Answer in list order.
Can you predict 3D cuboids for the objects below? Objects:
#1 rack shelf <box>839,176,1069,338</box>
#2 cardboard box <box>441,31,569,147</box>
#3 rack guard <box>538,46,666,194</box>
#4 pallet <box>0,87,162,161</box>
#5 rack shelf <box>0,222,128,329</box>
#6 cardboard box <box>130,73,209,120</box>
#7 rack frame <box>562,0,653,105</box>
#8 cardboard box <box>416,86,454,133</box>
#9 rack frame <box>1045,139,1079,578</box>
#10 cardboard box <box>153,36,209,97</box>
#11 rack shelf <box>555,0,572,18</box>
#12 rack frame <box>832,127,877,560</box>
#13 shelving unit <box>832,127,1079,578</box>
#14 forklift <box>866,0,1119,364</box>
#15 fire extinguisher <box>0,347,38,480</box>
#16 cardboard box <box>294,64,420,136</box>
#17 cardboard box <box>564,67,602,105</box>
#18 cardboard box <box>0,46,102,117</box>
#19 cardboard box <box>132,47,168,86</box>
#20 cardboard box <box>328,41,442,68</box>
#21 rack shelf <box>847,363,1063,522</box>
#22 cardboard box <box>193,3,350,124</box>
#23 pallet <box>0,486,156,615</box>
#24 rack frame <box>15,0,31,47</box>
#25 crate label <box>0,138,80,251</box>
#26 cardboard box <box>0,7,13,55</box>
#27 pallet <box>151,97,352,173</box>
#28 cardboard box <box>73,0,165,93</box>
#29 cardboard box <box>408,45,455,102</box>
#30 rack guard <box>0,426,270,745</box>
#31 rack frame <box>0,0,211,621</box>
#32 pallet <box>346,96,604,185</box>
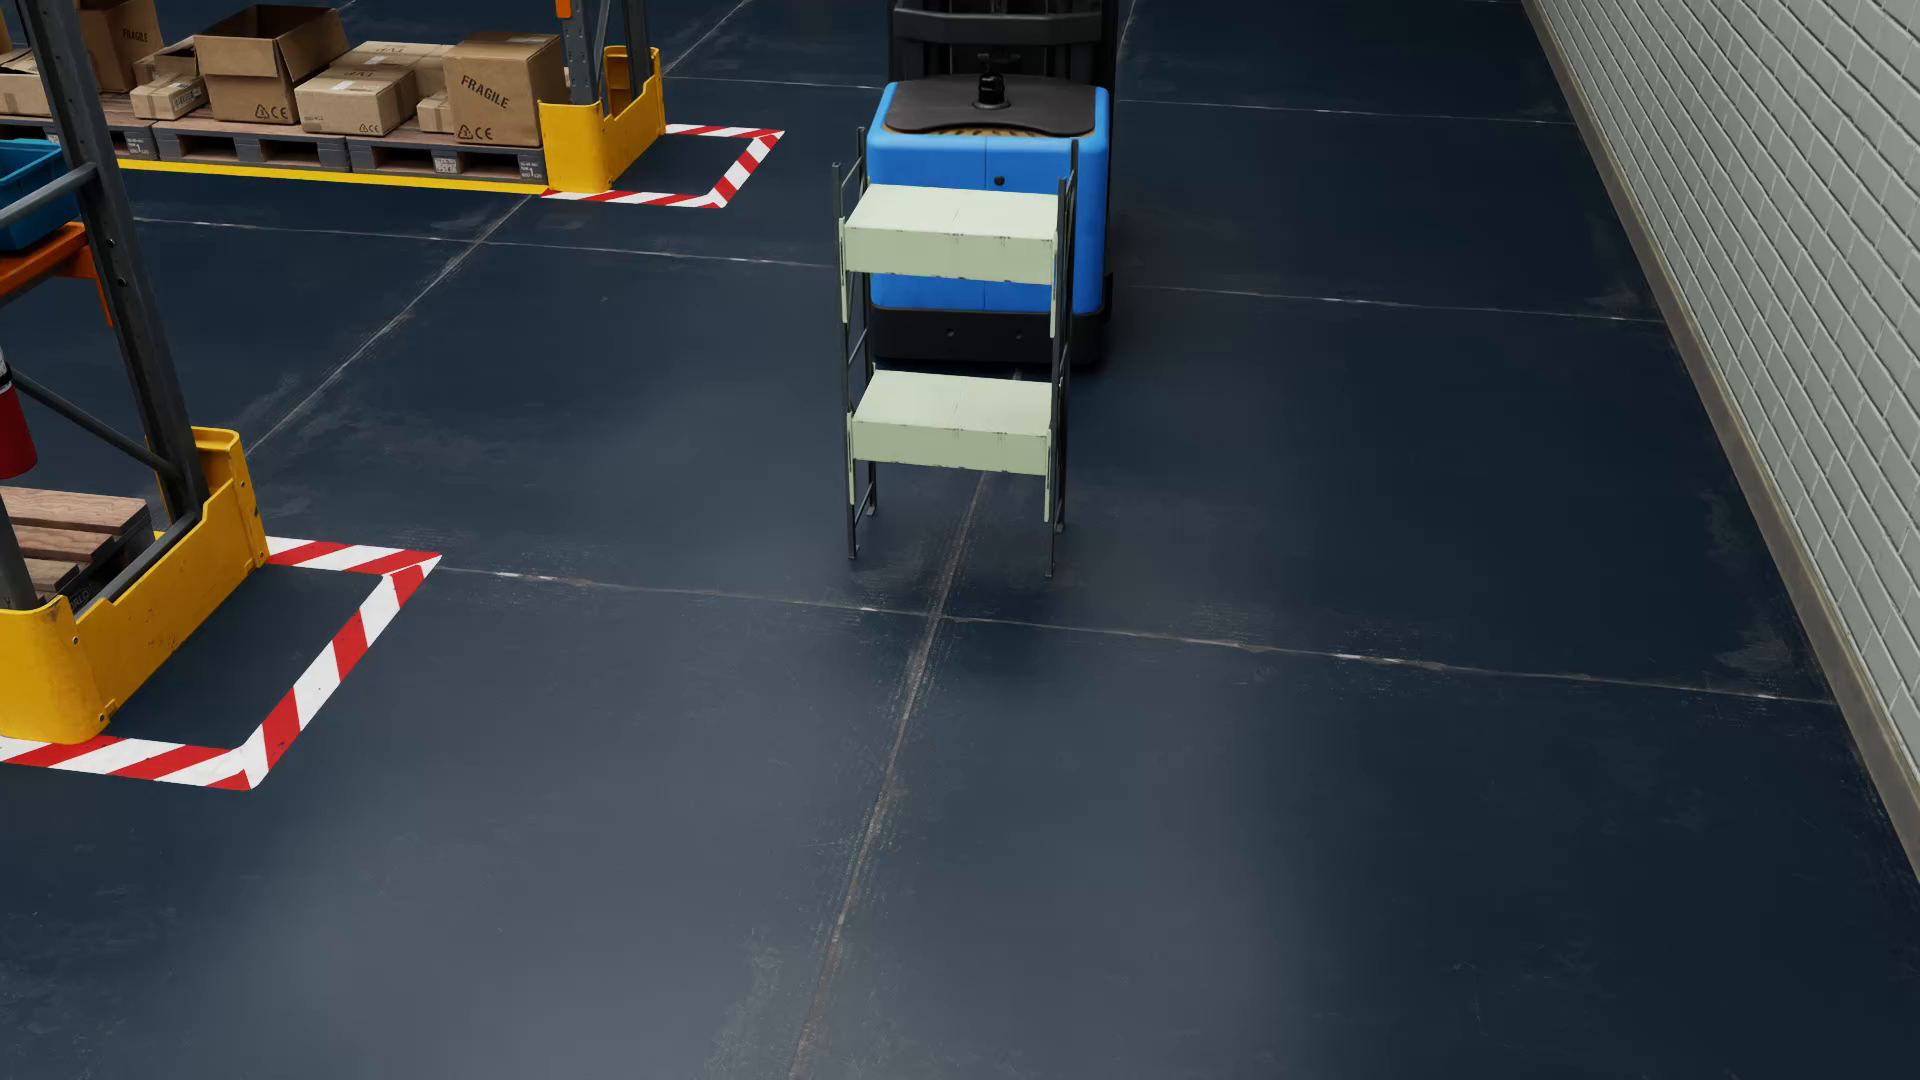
[{"bbox_3d":[-0.007,-0.967,5.646,0.720,0.370,0.431,5,32,8],"label":"rack shelf"},{"bbox_3d":[-2.577,-2.576,9.480,0.500,0.500,0.500,5,32,8],"label":"cardboard box"},{"bbox_3d":[-2.075,-2.477,9.736,0.348,0.500,1.175,5,32,8],"label":"rack guard"},{"bbox_3d":[-5.266,-2.643,10.273,1.213,0.211,1.003,5,32,8],"label":"pallet"},{"bbox_3d":[-4.808,-0.813,5.400,4.000,0.370,1.077,5,32,8],"label":"rack shelf"},{"bbox_3d":[-4.711,-2.650,9.912,0.250,0.166,0.380,5,32,8],"label":"cardboard box"},{"bbox_3d":[-2.000,-3.530,9.062,0.127,3.000,1.000,5,32,8],"label":"rack frame"},{"bbox_3d":[-2.961,-2.518,9.702,0.250,0.166,0.380,5,32,8],"label":"cardboard box"},{"bbox_3d":[0.354,-0.604,5.801,0.023,1.500,0.400,5,32,8],"label":"rack frame"},{"bbox_3d":[-4.594,-2.964,10.278,0.500,0.311,0.500,5,32,8],"label":"cardboard box"},{"bbox_3d":[-3.971,-3.403,9.538,4.000,0.370,1.077,5,32,8],"label":"rack shelf"},{"bbox_3d":[-0.367,-0.669,5.905,0.023,1.500,0.400,5,32,8],"label":"rack frame"},{"bbox_3d":[-0.007,-0.636,5.853,0.755,1.500,0.431,5,32,8],"label":"shelving unit"},{"bbox_3d":[0.220,-2.775,7.921,1.130,2.935,3.031,2,32,4],"label":"forklift"},{"bbox_3d":[-2.765,-0.497,4.642,0.183,0.674,0.296,5,32,8],"label":"fire extinguisher"},{"bbox_3d":[-3.509,-2.571,9.707,0.500,0.250,0.500,5,32,8],"label":"cardboard box"},{"bbox_3d":[-2.355,-2.725,10.048,0.250,0.149,0.380,5,32,8],"label":"cardboard box"},{"bbox_3d":[-5.565,-2.783,9.988,0.500,0.311,0.500,5,32,8],"label":"cardboard box"},{"bbox_3d":[-4.954,-2.960,10.424,0.250,0.149,0.380,5,32,8],"label":"cardboard box"},{"bbox_3d":[-3.474,-2.837,10.132,0.500,0.250,0.500,5,32,8],"label":"cardboard box"},{"bbox_3d":[-0.007,-0.360,6.026,0.720,0.370,0.431,5,32,8],"label":"rack shelf"},{"bbox_3d":[-4.090,-2.850,9.914,0.637,0.503,0.797,5,32,8],"label":"cardboard box"},{"bbox_3d":[-3.643,0.149,5.813,1.213,0.211,1.003,5,32,8],"label":"pallet"},{"bbox_3d":[-5.943,-3.887,9.632,0.127,3.000,1.000,5,32,8],"label":"rack frame"},{"bbox_3d":[-3.025,-1.088,5.262,0.303,0.233,0.416,5,32,8],"label":"crate label"},{"bbox_3d":[-6.379,-3.184,10.451,0.500,0.500,0.500,4,32,6],"label":"cardboard box"},{"bbox_3d":[-4.060,-2.535,10.101,1.213,0.211,1.003,5,32,8],"label":"pallet"},{"bbox_3d":[-5.333,-3.111,10.335,0.500,0.500,0.500,5,32,8],"label":"cardboard box"},{"bbox_3d":[-2.981,-2.792,10.061,0.500,0.250,0.500,5,32,8],"label":"cardboard box"},{"bbox_3d":[-2.811,0.116,5.594,0.348,0.500,1.175,5,32,8],"label":"rack guard"},{"bbox_3d":[-2.837,-0.939,4.924,0.127,3.000,1.000,5,32,8],"label":"rack frame"},{"bbox_3d":[-2.861,-2.425,9.925,1.213,0.211,1.003,5,32,8],"label":"pallet"}]
